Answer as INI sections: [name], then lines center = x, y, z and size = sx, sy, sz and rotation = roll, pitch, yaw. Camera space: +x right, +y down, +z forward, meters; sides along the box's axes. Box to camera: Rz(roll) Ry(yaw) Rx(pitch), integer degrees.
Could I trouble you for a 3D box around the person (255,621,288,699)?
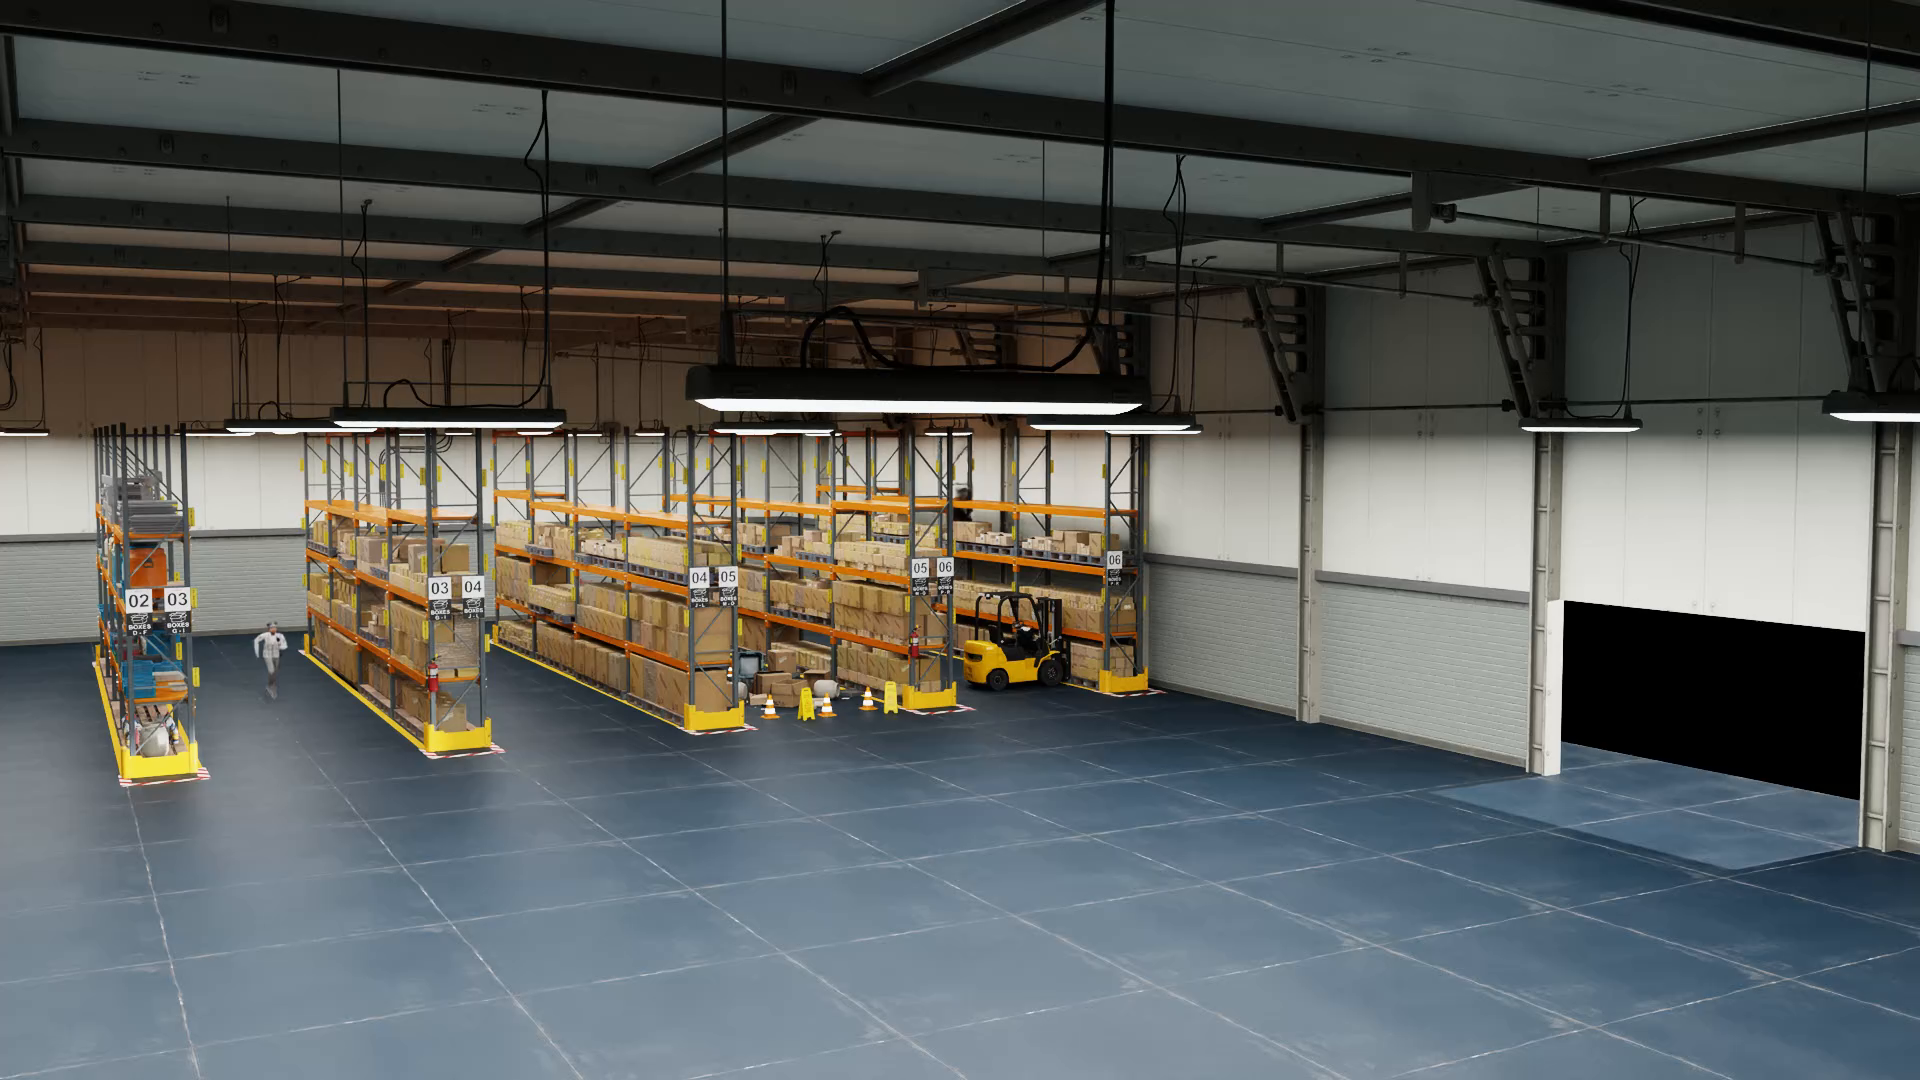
[person]
center = -15.301, 2.650, 36.960
size = 0.636, 1.725, 0.827
rotation = -2, 4, -34
